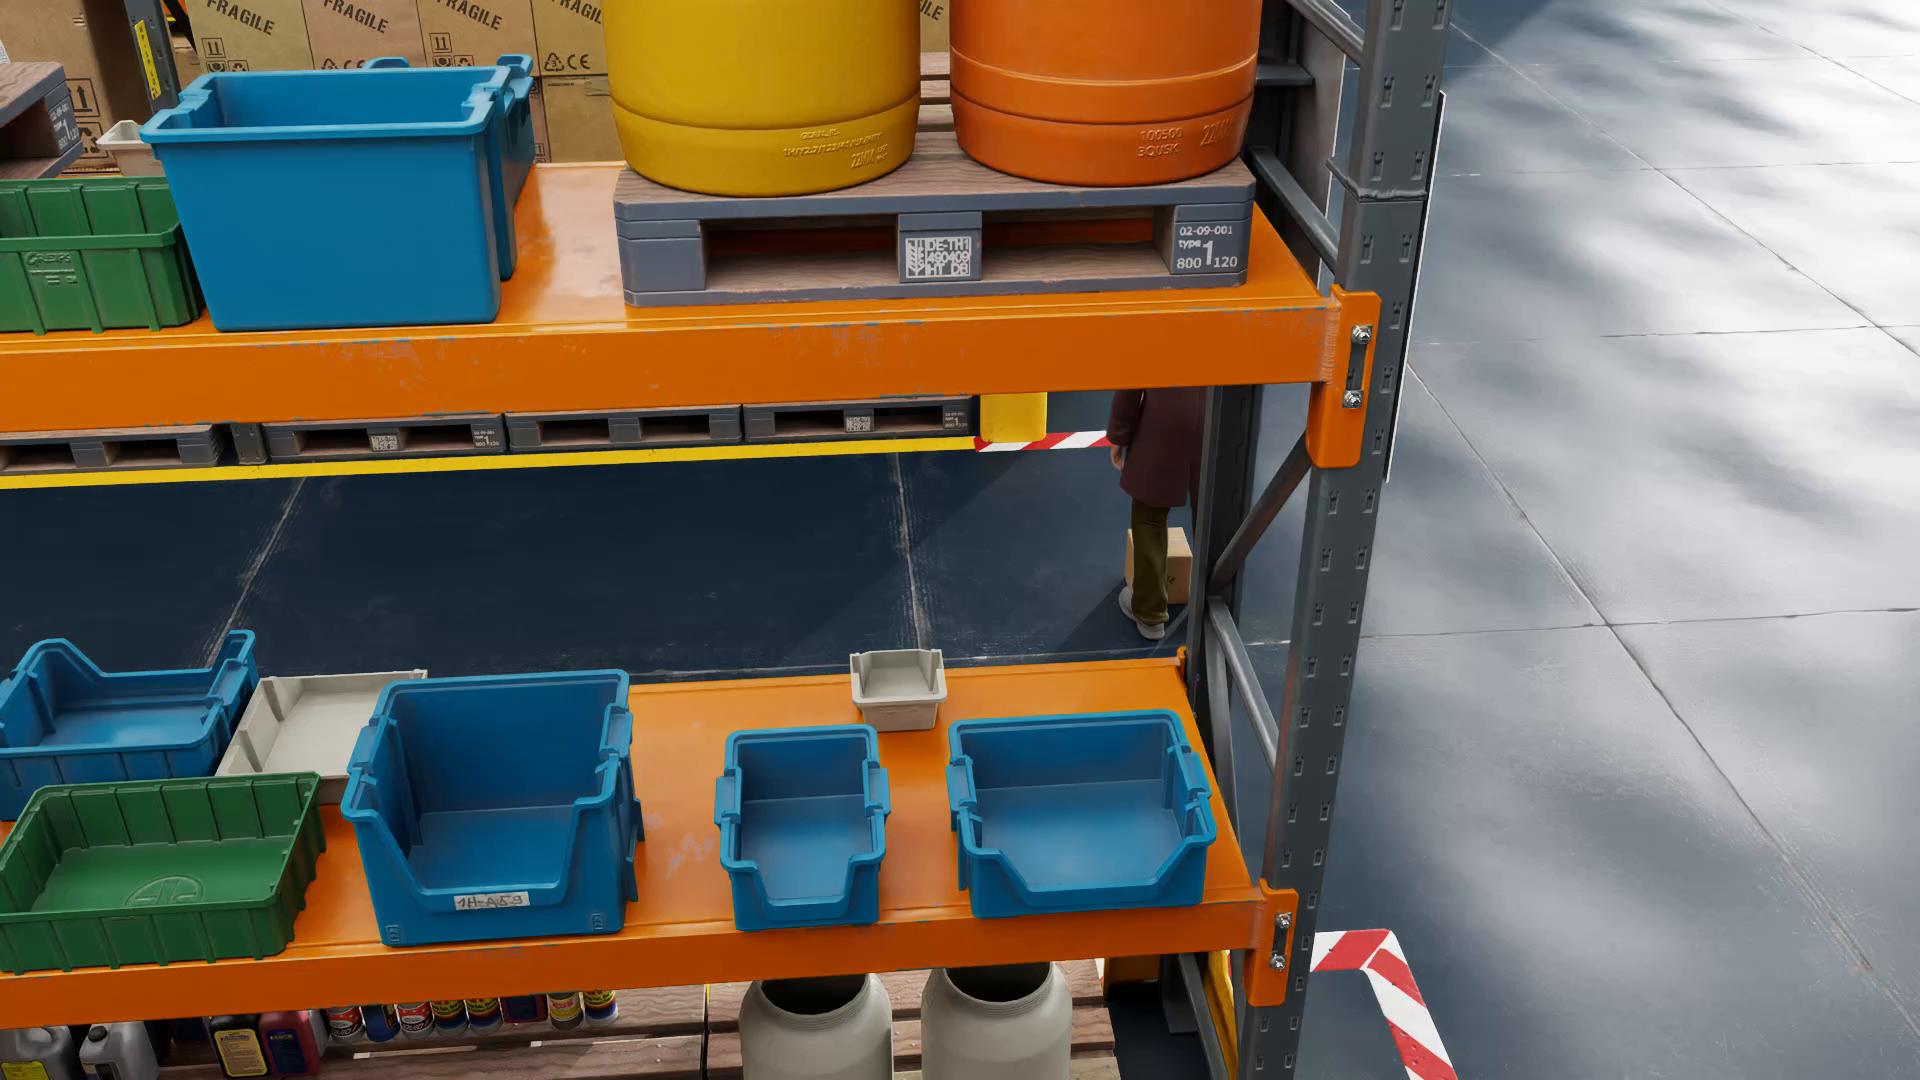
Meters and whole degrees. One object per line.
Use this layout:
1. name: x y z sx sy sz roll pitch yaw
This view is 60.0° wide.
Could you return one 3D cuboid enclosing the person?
1. person: 0.921 -0.413 6.843 0.644 1.774 0.426 -3 31 -4
